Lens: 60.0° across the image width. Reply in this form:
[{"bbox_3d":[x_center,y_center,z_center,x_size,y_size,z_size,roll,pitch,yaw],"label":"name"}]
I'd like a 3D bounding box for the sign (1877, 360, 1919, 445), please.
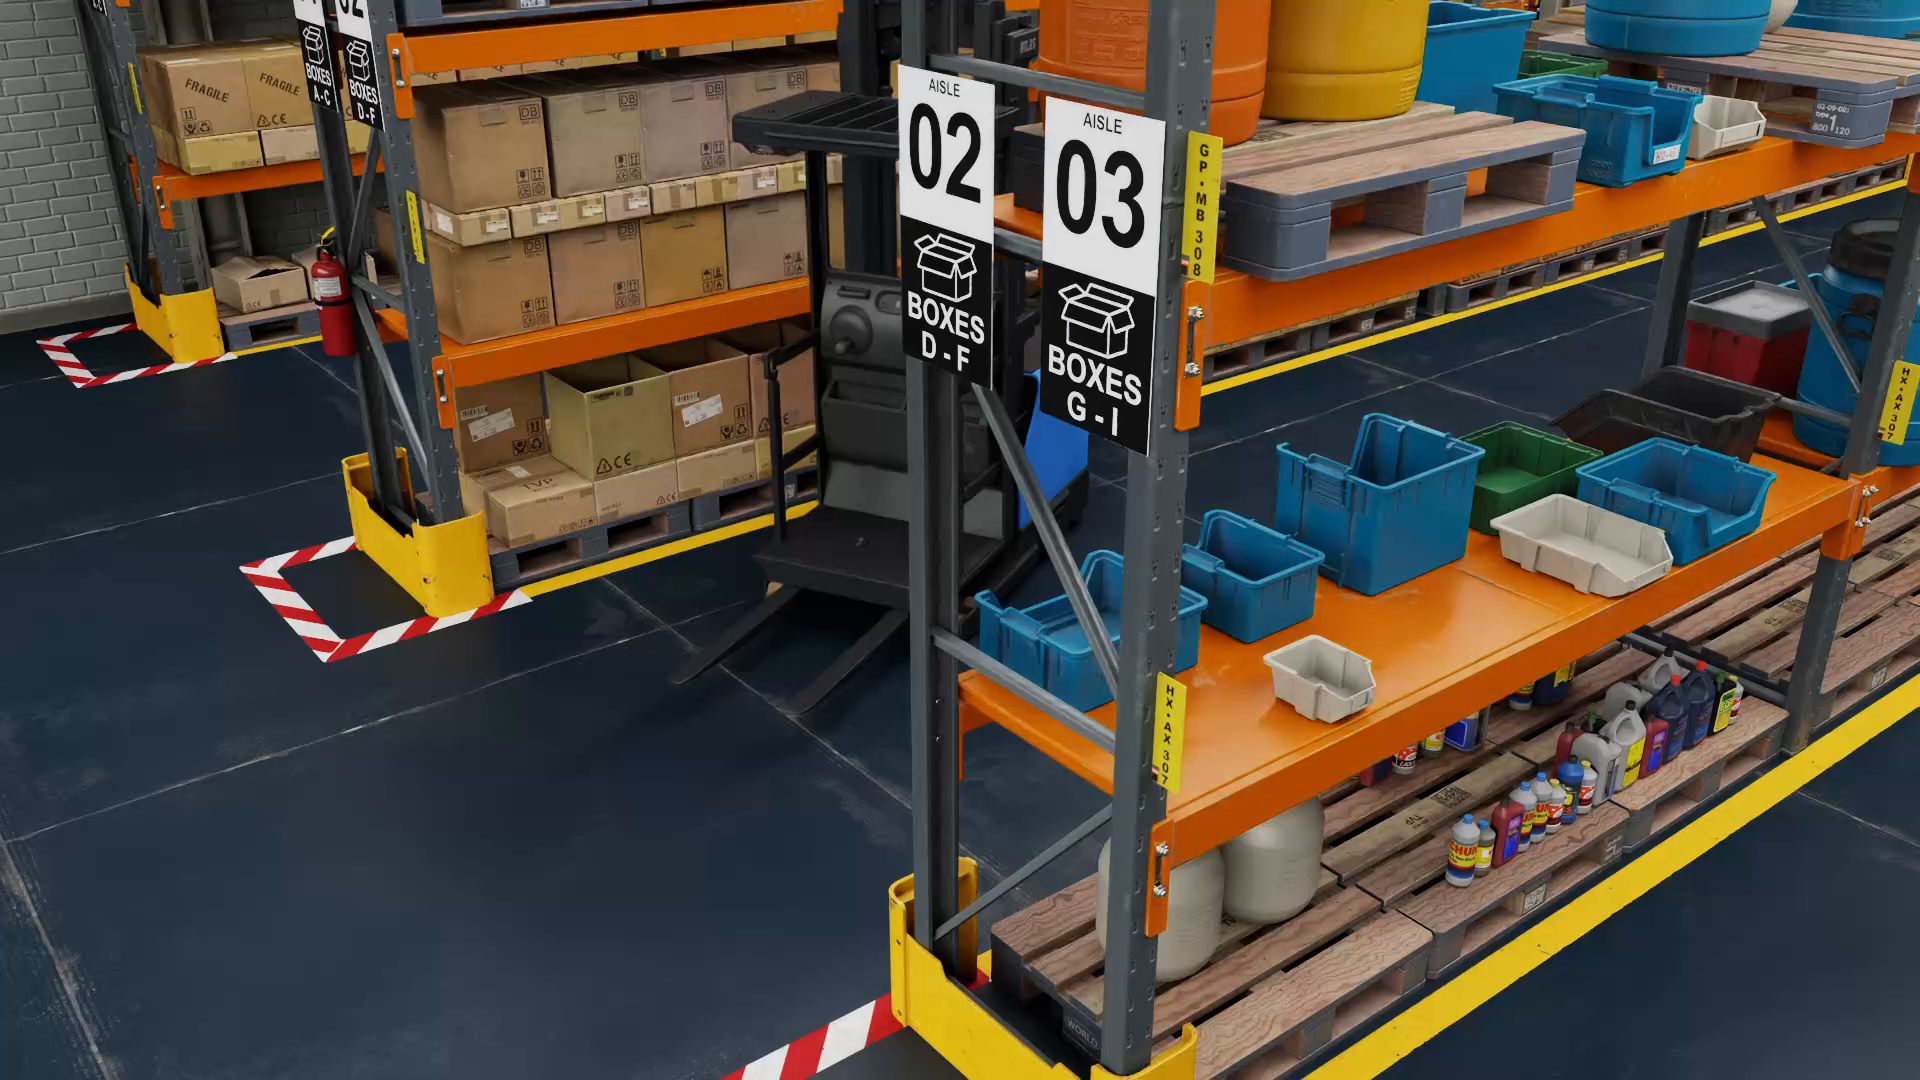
[{"bbox_3d":[3.680,-0.538,6.516,0.005,0.325,0.100,-18,31,-34],"label":"sign"}]

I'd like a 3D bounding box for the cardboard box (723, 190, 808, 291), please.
[{"bbox_3d":[-1.260,-1.765,9.372,0.500,0.500,0.700,-17,30,-33],"label":"cardboard box"}]

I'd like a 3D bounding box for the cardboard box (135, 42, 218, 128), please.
[{"bbox_3d":[-5.672,-3.314,12.091,0.500,0.500,0.500,-19,31,-35],"label":"cardboard box"}]

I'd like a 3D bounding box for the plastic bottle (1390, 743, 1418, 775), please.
[{"bbox_3d":[1.792,0.833,6.693,0.097,0.201,0.097,0,25,0],"label":"plastic bottle"}]

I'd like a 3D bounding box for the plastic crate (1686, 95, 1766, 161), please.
[{"bbox_3d":[2.336,-1.287,5.211,0.396,0.136,0.243,-18,31,-34],"label":"plastic crate"}]

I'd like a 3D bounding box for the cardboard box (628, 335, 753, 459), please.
[{"bbox_3d":[-1.515,-0.814,9.317,0.500,0.500,0.500,-18,31,-34],"label":"cardboard box"}]

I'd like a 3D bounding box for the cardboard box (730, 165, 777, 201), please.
[{"bbox_3d":[-1.200,-1.969,9.040,0.250,0.149,0.380,-18,30,-34],"label":"cardboard box"}]

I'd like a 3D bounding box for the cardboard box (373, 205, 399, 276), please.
[{"bbox_3d":[-4.255,-2.378,13.257,0.500,0.500,0.700,-21,32,-37],"label":"cardboard box"}]

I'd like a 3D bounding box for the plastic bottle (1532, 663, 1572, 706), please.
[{"bbox_3d":[2.547,0.525,7.180,0.185,0.351,0.144,-18,31,-34],"label":"plastic bottle"}]

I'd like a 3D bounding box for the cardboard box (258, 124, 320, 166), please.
[{"bbox_3d":[-4.932,-2.942,12.181,0.500,0.250,0.500,-19,31,-36],"label":"cardboard box"}]

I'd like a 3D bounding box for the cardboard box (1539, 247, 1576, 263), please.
[{"bbox_3d":[4.784,-2.634,13.809,0.500,0.500,0.500,-19,31,-35],"label":"cardboard box"}]

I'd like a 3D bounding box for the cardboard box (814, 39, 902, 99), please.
[{"bbox_3d":[-0.447,-2.624,9.680,0.500,0.500,0.700,-18,31,-34],"label":"cardboard box"}]

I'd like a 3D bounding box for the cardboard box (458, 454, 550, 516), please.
[{"bbox_3d":[-2.612,-0.380,9.274,0.500,0.250,0.500,-18,31,-34],"label":"cardboard box"}]

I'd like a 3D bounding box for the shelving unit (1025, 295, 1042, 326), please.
[{"bbox_3d":[0.392,-0.864,9.675,0.258,1.200,0.189,13,24,27],"label":"shelving unit"}]

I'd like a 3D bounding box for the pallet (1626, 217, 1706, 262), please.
[{"bbox_3d":[5.974,-2.828,15.094,1.213,0.211,1.003,-18,31,-34],"label":"pallet"}]

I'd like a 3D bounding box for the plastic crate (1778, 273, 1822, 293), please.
[{"bbox_3d":[4.025,-0.979,7.816,0.575,0.384,0.392,-18,31,-34],"label":"plastic crate"}]

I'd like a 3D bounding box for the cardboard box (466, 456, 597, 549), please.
[{"bbox_3d":[-2.293,-0.209,8.904,0.500,0.250,0.500,-18,31,-34],"label":"cardboard box"}]

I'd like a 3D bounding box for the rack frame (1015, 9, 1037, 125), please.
[{"bbox_3d":[0.384,-4.918,16.284,0.127,3.000,1.000,-18,31,-34],"label":"rack frame"}]

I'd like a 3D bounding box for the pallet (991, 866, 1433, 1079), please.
[{"bbox_3d":[0.875,1.462,5.849,1.213,0.211,1.003,-18,31,-34],"label":"pallet"}]

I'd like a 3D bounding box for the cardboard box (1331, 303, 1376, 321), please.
[{"bbox_3d":[2.776,-1.869,12.481,0.500,0.250,0.500,-19,31,-35],"label":"cardboard box"}]

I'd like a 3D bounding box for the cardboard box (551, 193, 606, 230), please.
[{"bbox_3d":[-2.007,-1.704,8.469,0.250,0.149,0.380,-18,30,-34],"label":"cardboard box"}]

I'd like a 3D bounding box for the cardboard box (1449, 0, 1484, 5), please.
[{"bbox_3d":[5.718,-6.804,19.991,0.700,0.700,0.980,-19,31,-34],"label":"cardboard box"}]

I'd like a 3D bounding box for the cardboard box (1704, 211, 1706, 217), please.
[{"bbox_3d":[6.379,-3.160,14.942,0.500,0.500,0.500,-18,31,-34],"label":"cardboard box"}]

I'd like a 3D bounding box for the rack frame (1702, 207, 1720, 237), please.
[{"bbox_3d":[6.591,-4.317,14.989,0.127,3.000,1.000,-18,31,-34],"label":"rack frame"}]

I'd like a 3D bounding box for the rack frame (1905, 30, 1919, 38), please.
[{"bbox_3d":[3.349,-3.318,5.711,0.127,3.000,1.000,-18,31,-34],"label":"rack frame"}]

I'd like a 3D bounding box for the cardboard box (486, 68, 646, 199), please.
[{"bbox_3d":[-2.025,-2.103,8.558,0.500,0.500,0.700,-19,31,-35],"label":"cardboard box"}]

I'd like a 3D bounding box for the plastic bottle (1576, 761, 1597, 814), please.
[{"bbox_3d":[2.409,0.950,6.442,0.097,0.201,0.097,0,25,0],"label":"plastic bottle"}]

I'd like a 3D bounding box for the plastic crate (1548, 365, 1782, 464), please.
[{"bbox_3d":[2.859,-0.475,6.784,0.504,0.338,0.767,-18,31,-34],"label":"plastic crate"}]

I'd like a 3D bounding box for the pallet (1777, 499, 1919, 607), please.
[{"bbox_3d":[4.904,0.132,8.714,1.213,0.211,1.003,-18,31,-34],"label":"pallet"}]

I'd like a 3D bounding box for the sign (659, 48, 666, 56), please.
[{"bbox_3d":[-2.423,-4.094,13.480,0.005,0.325,0.100,-18,31,-34],"label":"sign"}]

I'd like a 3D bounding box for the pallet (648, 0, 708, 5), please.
[{"bbox_3d":[-1.319,-3.014,8.723,1.213,0.211,1.003,-18,31,-34],"label":"pallet"}]

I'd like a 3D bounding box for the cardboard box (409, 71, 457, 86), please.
[{"bbox_3d":[-4.146,-3.541,12.580,0.500,0.500,0.500,-17,30,-32],"label":"cardboard box"}]

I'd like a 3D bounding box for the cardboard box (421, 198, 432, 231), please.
[{"bbox_3d":[-2.669,-1.702,8.465,0.250,0.149,0.380,-19,31,-35],"label":"cardboard box"}]

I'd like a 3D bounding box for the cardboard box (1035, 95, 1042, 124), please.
[{"bbox_3d":[1.043,-4.281,16.966,0.750,0.750,0.750,-19,31,-35],"label":"cardboard box"}]

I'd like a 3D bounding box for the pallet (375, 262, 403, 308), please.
[{"bbox_3d":[-4.231,-2.109,13.544,1.213,0.211,1.003,-18,31,-34],"label":"pallet"}]

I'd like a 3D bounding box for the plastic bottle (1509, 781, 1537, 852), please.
[{"bbox_3d":[2.090,1.023,6.201,0.097,0.271,0.097,0,25,0],"label":"plastic bottle"}]

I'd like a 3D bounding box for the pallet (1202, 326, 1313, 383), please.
[{"bbox_3d":[1.812,-1.497,12.225,1.213,0.211,1.003,-18,31,-34],"label":"pallet"}]

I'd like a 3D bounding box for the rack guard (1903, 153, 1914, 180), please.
[{"bbox_3d":[9.679,-4.203,17.712,0.348,0.500,1.175,-18,31,-34],"label":"rack guard"}]

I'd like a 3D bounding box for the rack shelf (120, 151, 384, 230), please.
[{"bbox_3d":[-4.338,-3.033,13.077,4.000,0.370,1.077,-18,31,-34],"label":"rack shelf"}]

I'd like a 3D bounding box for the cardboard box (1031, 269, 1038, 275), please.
[{"bbox_3d":[0.843,-1.774,11.611,0.500,0.311,0.500,-17,30,-33],"label":"cardboard box"}]

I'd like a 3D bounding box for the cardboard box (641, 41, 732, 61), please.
[{"bbox_3d":[-2.343,-4.245,14.192,0.500,0.500,0.700,-18,30,-34],"label":"cardboard box"}]

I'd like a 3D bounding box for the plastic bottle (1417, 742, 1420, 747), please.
[{"bbox_3d":[1.828,0.685,6.835,0.185,0.351,0.144,-17,30,-32],"label":"plastic bottle"}]

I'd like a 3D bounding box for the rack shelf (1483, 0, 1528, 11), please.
[{"bbox_3d":[5.105,-6.150,19.794,4.000,0.370,1.077,-18,31,-34],"label":"rack shelf"}]

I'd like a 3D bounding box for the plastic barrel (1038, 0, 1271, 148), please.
[{"bbox_3d":[0.506,-1.472,4.287,0.708,0.830,0.600,-18,31,-34],"label":"plastic barrel"}]

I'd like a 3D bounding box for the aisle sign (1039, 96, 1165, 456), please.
[{"bbox_3d":[0.326,-0.622,3.938,0.004,0.787,0.394,-18,31,-34],"label":"aisle sign"}]

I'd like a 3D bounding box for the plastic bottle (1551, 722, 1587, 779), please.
[{"bbox_3d":[2.419,0.838,6.586,0.133,0.283,0.061,-18,31,-34],"label":"plastic bottle"}]

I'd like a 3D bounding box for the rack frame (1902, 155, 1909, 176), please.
[{"bbox_3d":[9.739,-5.356,17.228,0.127,3.000,1.000,-18,31,-34],"label":"rack frame"}]

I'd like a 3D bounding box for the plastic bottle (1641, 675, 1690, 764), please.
[{"bbox_3d":[2.869,0.717,6.765,0.185,0.351,0.144,-20,32,-37],"label":"plastic bottle"}]

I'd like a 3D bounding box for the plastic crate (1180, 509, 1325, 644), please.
[{"bbox_3d":[0.925,0.113,5.619,0.408,0.251,0.499,-18,31,-34],"label":"plastic crate"}]

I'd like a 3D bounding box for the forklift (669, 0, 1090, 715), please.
[{"bbox_3d":[-0.346,-1.019,7.964,1.130,2.935,3.031,11,27,23],"label":"forklift"}]

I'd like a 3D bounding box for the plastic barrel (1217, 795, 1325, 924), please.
[{"bbox_3d":[1.067,1.053,5.873,0.421,0.512,0.421,0,25,0],"label":"plastic barrel"}]

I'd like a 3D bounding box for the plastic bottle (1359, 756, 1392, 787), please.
[{"bbox_3d":[1.658,0.831,6.601,0.133,0.283,0.061,-18,31,-34],"label":"plastic bottle"}]
